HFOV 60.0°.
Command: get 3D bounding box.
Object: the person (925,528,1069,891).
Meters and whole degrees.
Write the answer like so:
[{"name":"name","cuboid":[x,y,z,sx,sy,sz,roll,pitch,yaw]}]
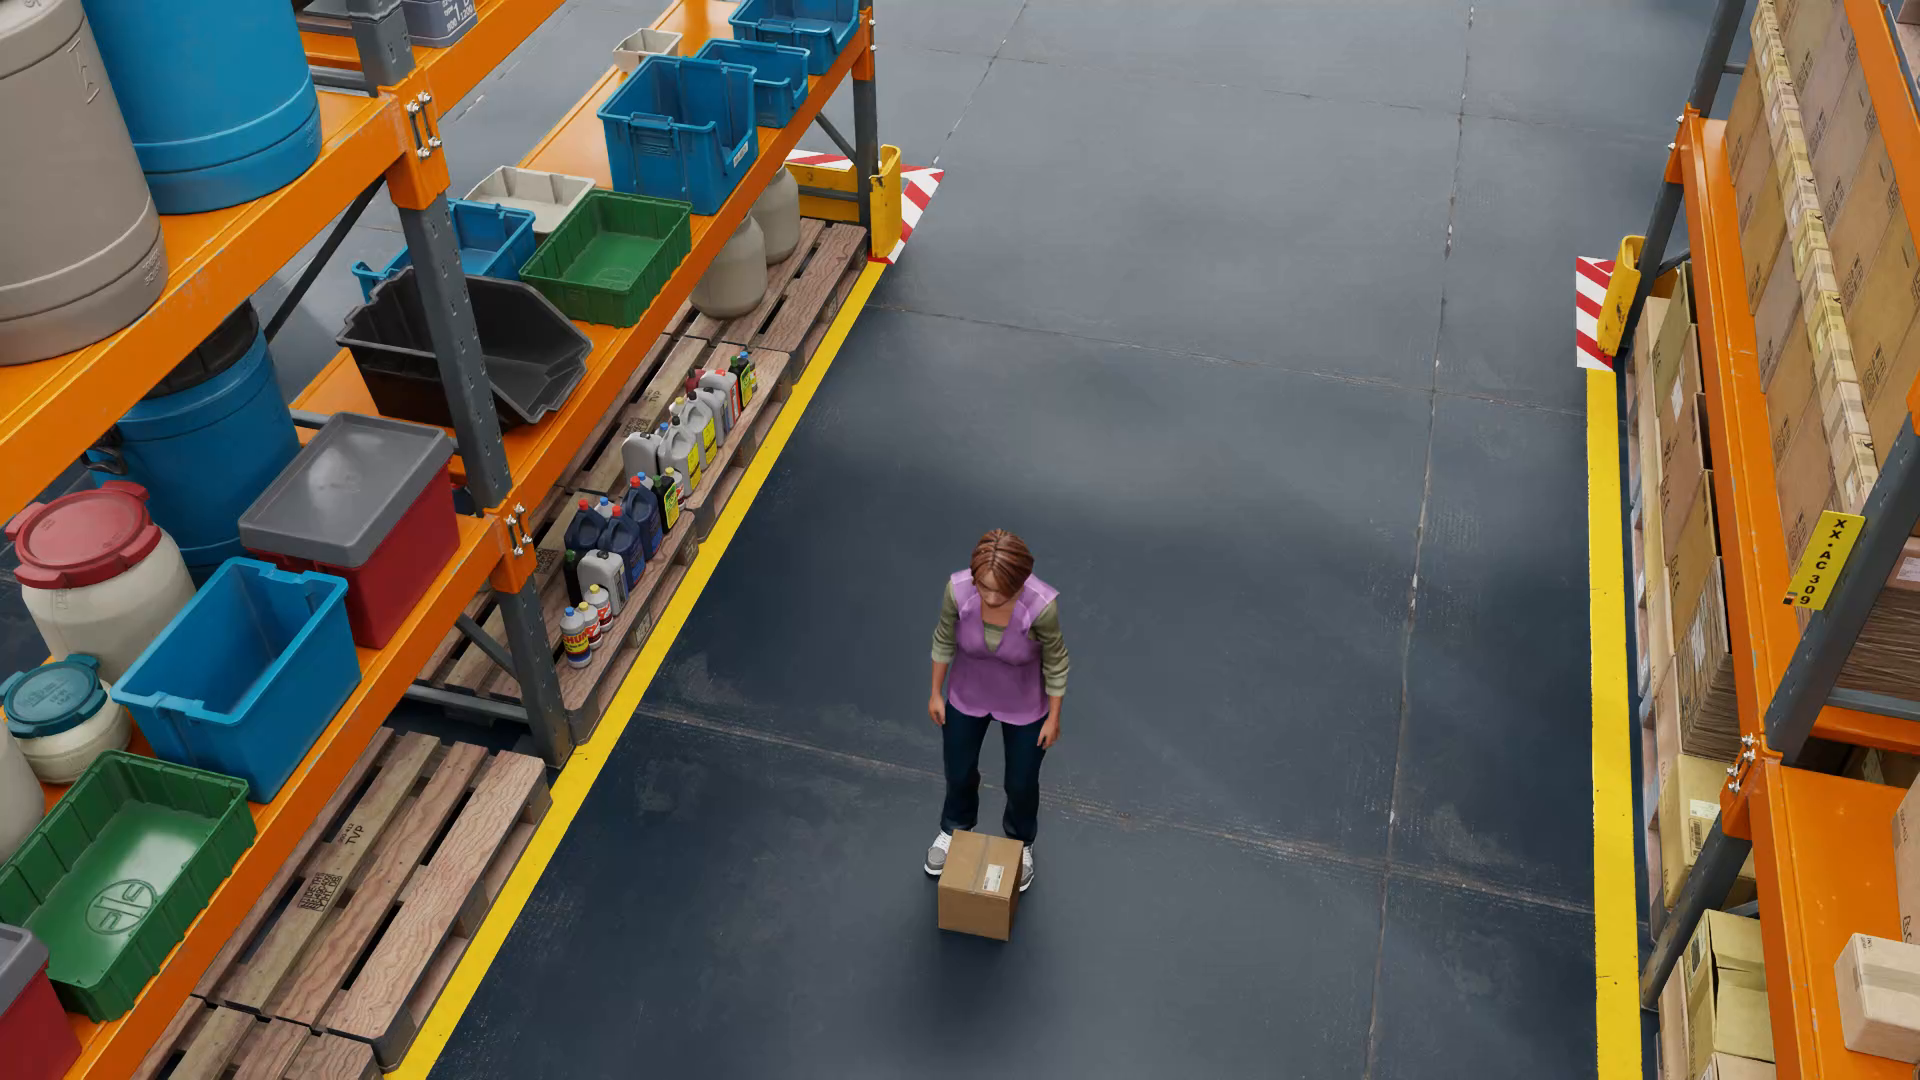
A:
[{"name":"person","cuboid":[0.125,0.550,5.547,0.461,1.592,0.343,10,43,11]}]
